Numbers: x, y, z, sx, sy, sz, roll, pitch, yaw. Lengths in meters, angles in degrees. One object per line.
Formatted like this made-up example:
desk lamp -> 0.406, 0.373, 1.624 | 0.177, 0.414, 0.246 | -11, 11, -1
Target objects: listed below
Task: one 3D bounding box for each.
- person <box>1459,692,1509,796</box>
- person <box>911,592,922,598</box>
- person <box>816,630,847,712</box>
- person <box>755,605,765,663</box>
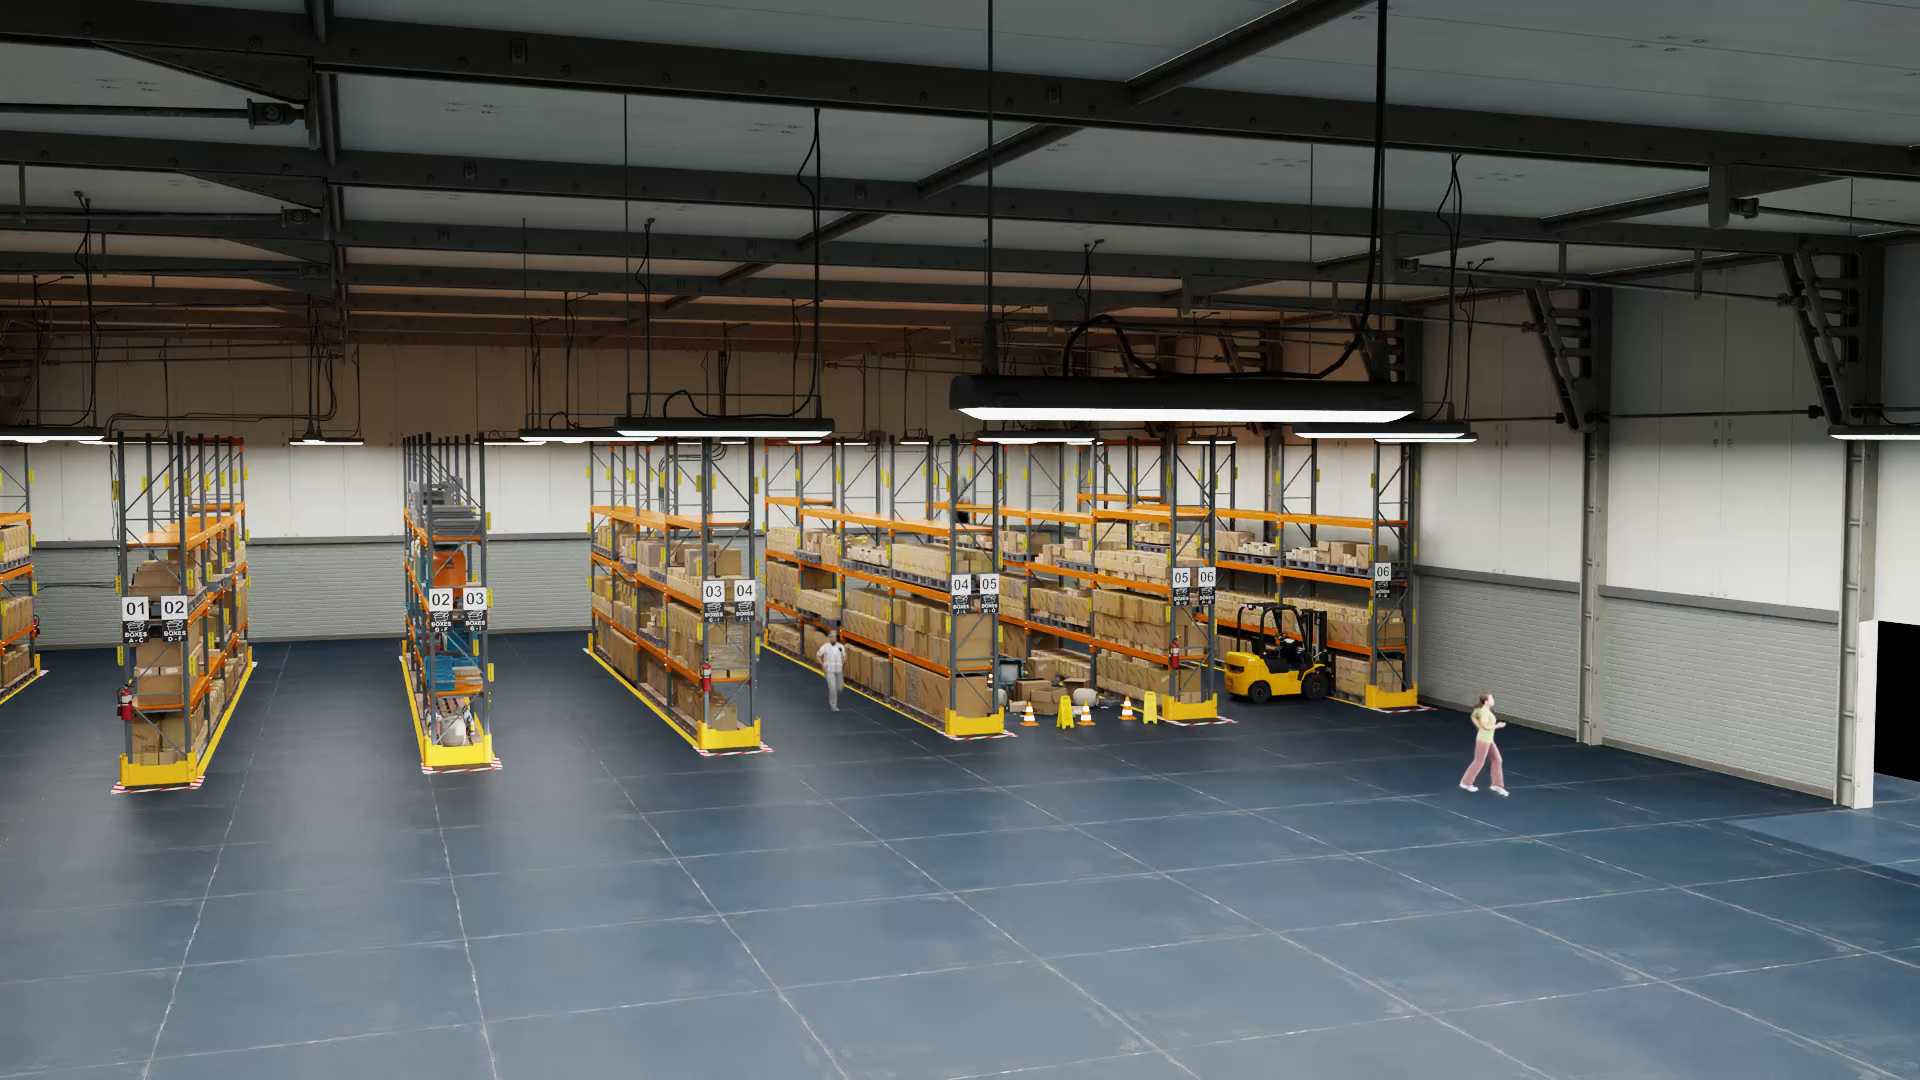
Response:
person -> 8.647, 3.350, 27.398 | 0.788, 1.702, 0.573 | 1, 3, 20
person -> -1.377, 2.008, 51.287 | 0.916, 1.693, 0.709 | 0, 3, 2
person -> -2.764, 2.837, 36.247 | 0.675, 1.747, 0.755 | -1, 3, -25
person -> -5.475, 2.502, 44.541 | 0.575, 1.556, 0.652 | -1, 3, -25
